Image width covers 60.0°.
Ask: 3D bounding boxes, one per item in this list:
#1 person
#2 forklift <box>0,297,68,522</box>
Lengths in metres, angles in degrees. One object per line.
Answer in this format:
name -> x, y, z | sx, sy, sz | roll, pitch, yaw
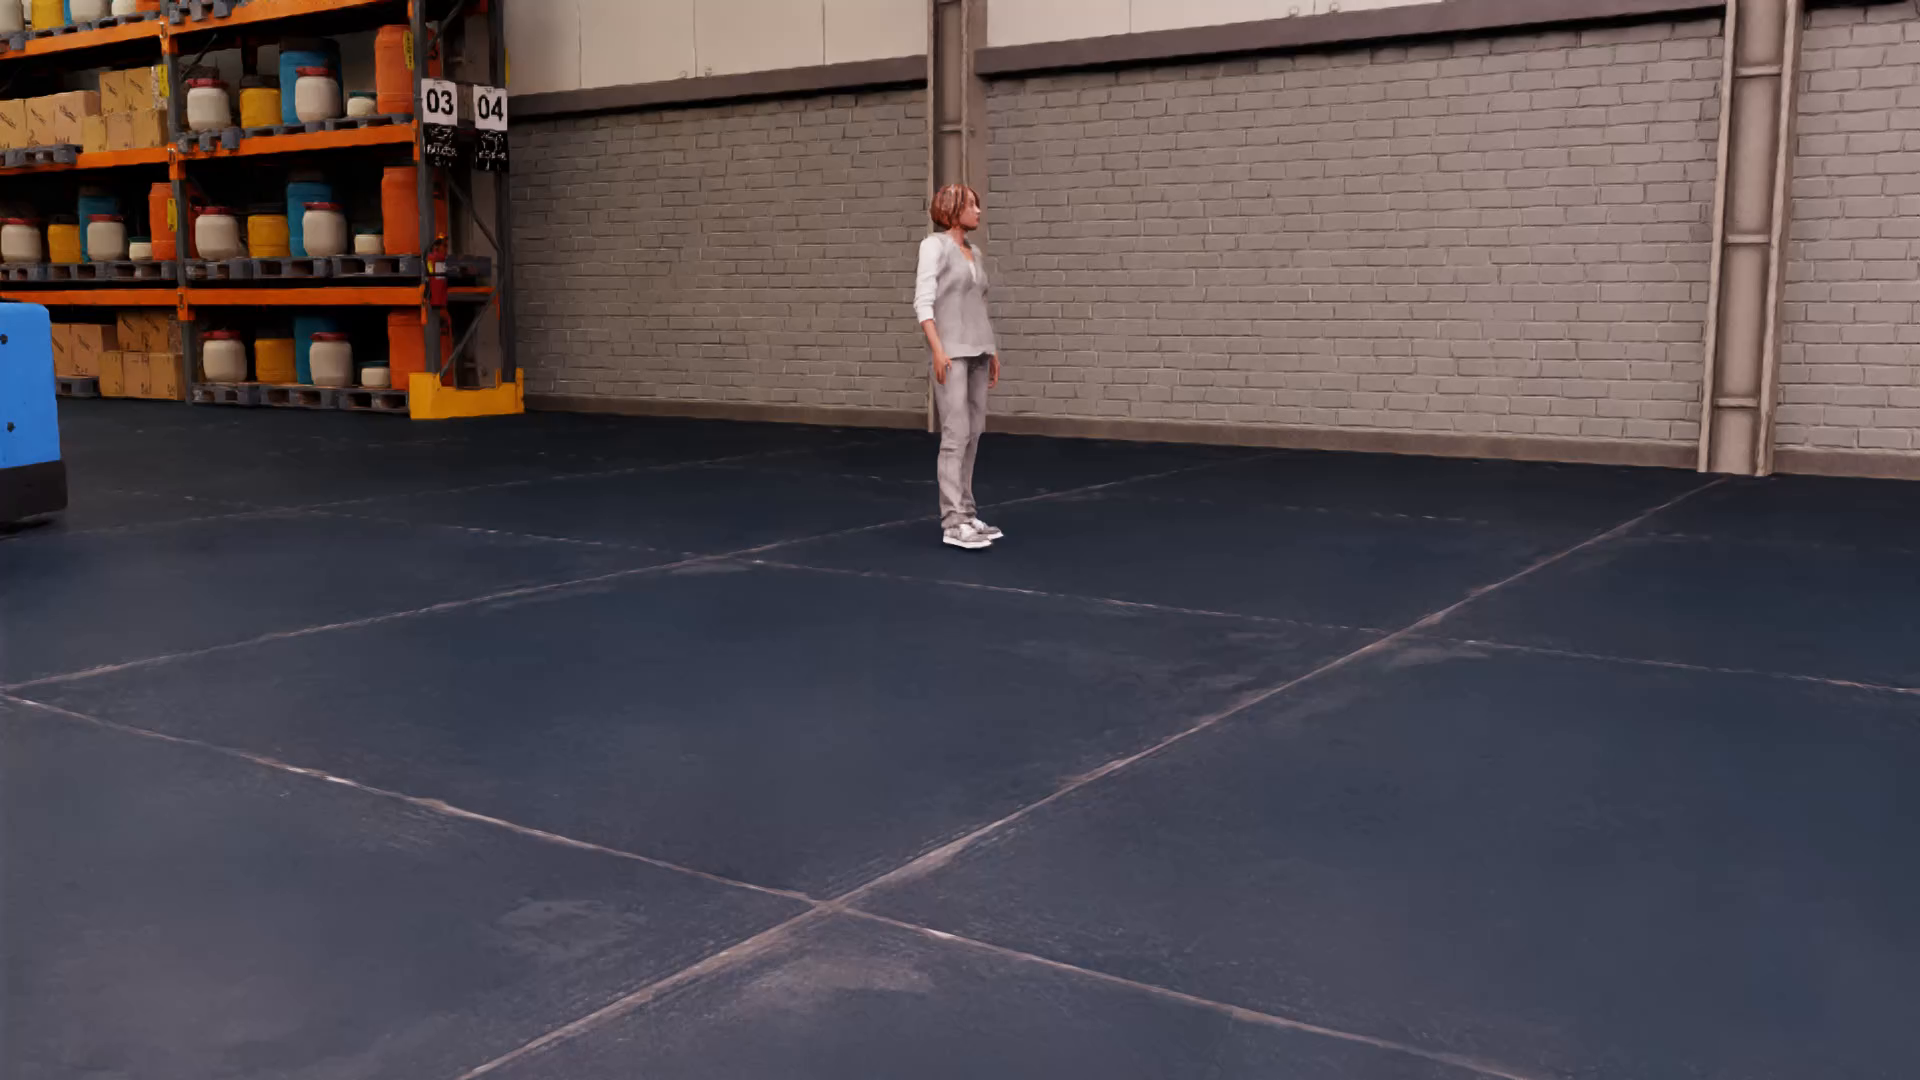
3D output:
person -> 0.054, -0.790, 7.438 | 0.474, 1.597, 0.521 | 5, 10, 34
forklift -> -5.938, -1.487, 7.651 | 3.031, 2.935, 1.130 | 0, 8, 3
